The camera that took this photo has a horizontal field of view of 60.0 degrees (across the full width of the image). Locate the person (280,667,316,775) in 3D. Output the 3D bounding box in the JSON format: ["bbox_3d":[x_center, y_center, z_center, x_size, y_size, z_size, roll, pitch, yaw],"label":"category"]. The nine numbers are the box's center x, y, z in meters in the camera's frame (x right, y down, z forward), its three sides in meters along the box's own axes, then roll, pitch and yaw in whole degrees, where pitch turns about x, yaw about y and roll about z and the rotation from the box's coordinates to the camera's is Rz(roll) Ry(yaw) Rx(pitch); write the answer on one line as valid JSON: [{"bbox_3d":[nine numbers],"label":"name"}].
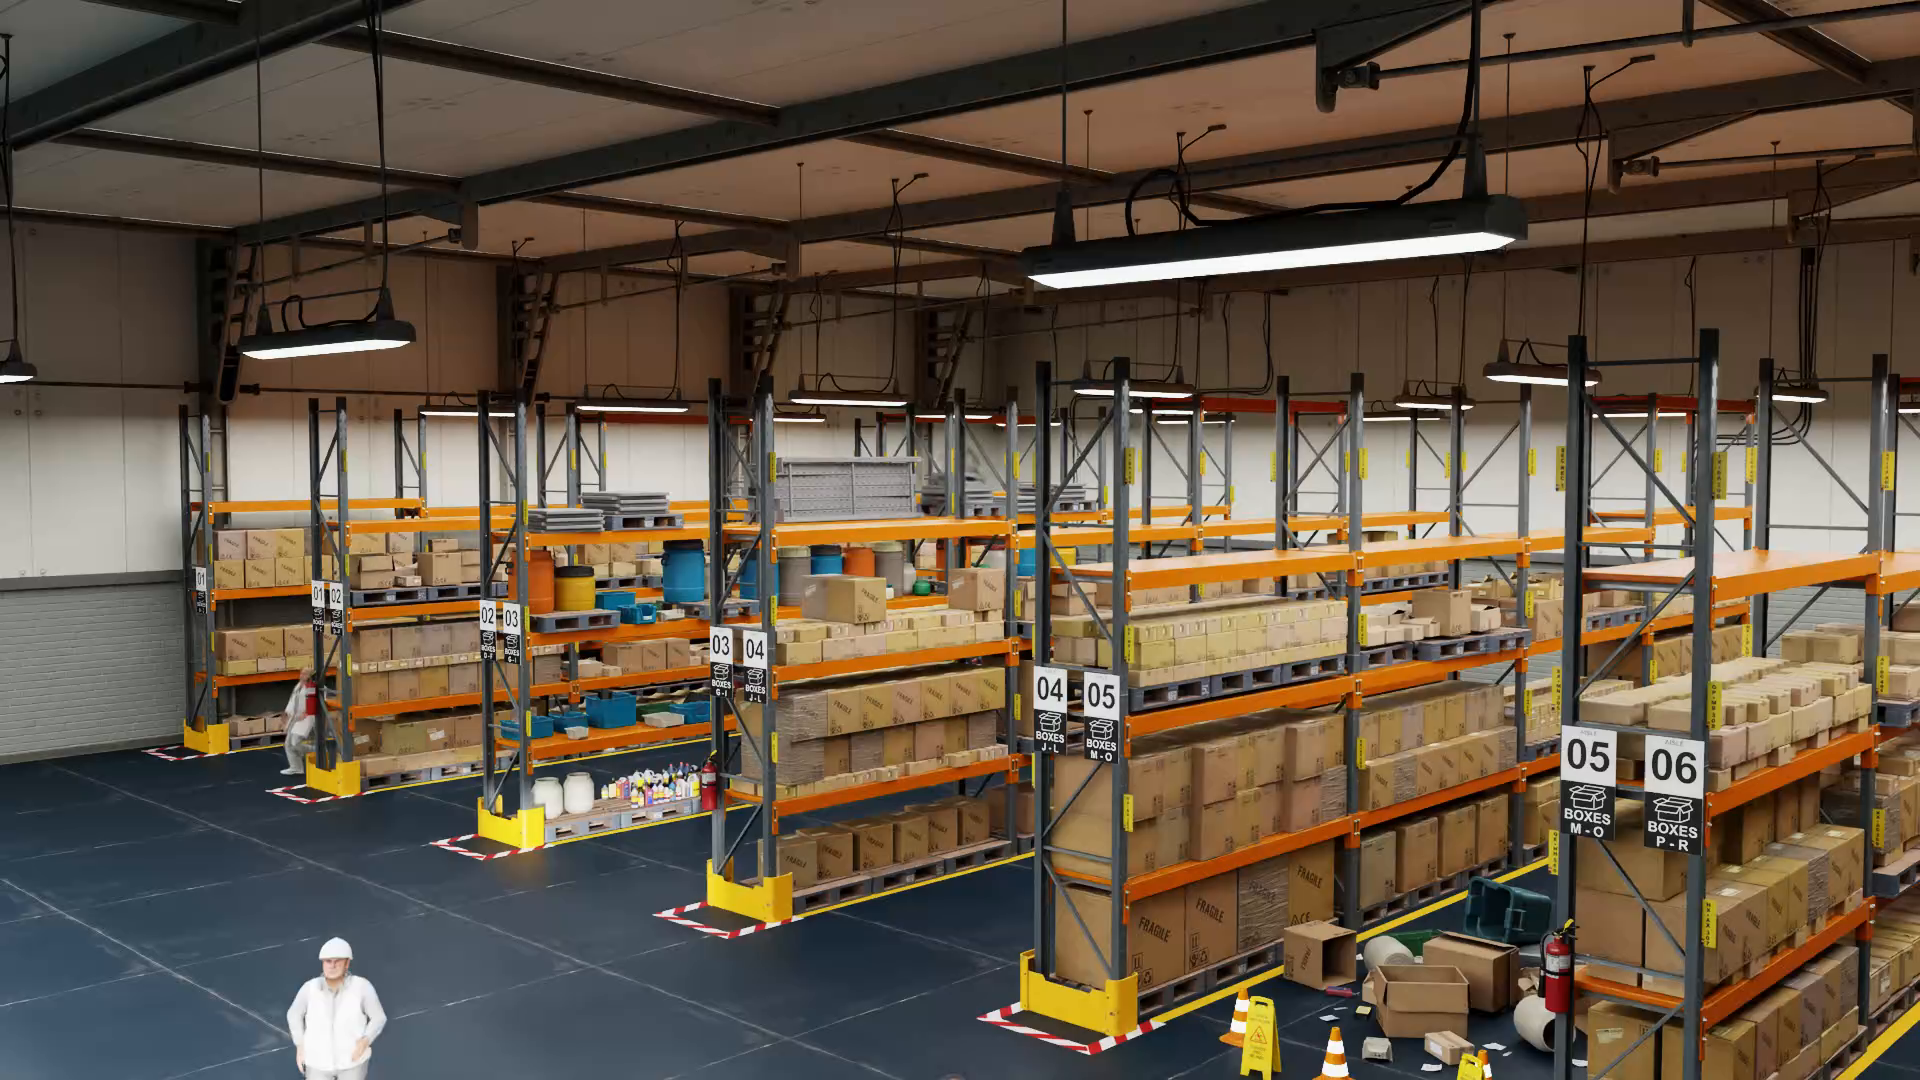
[{"bbox_3d":[-10.528,2.902,26.638,0.770,1.738,0.588,2,4,36],"label":"person"}]

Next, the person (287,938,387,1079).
[{"bbox_3d":[-4.377,3.671,11.681,0.667,1.739,0.601,-1,3,-18],"label":"person"}]
